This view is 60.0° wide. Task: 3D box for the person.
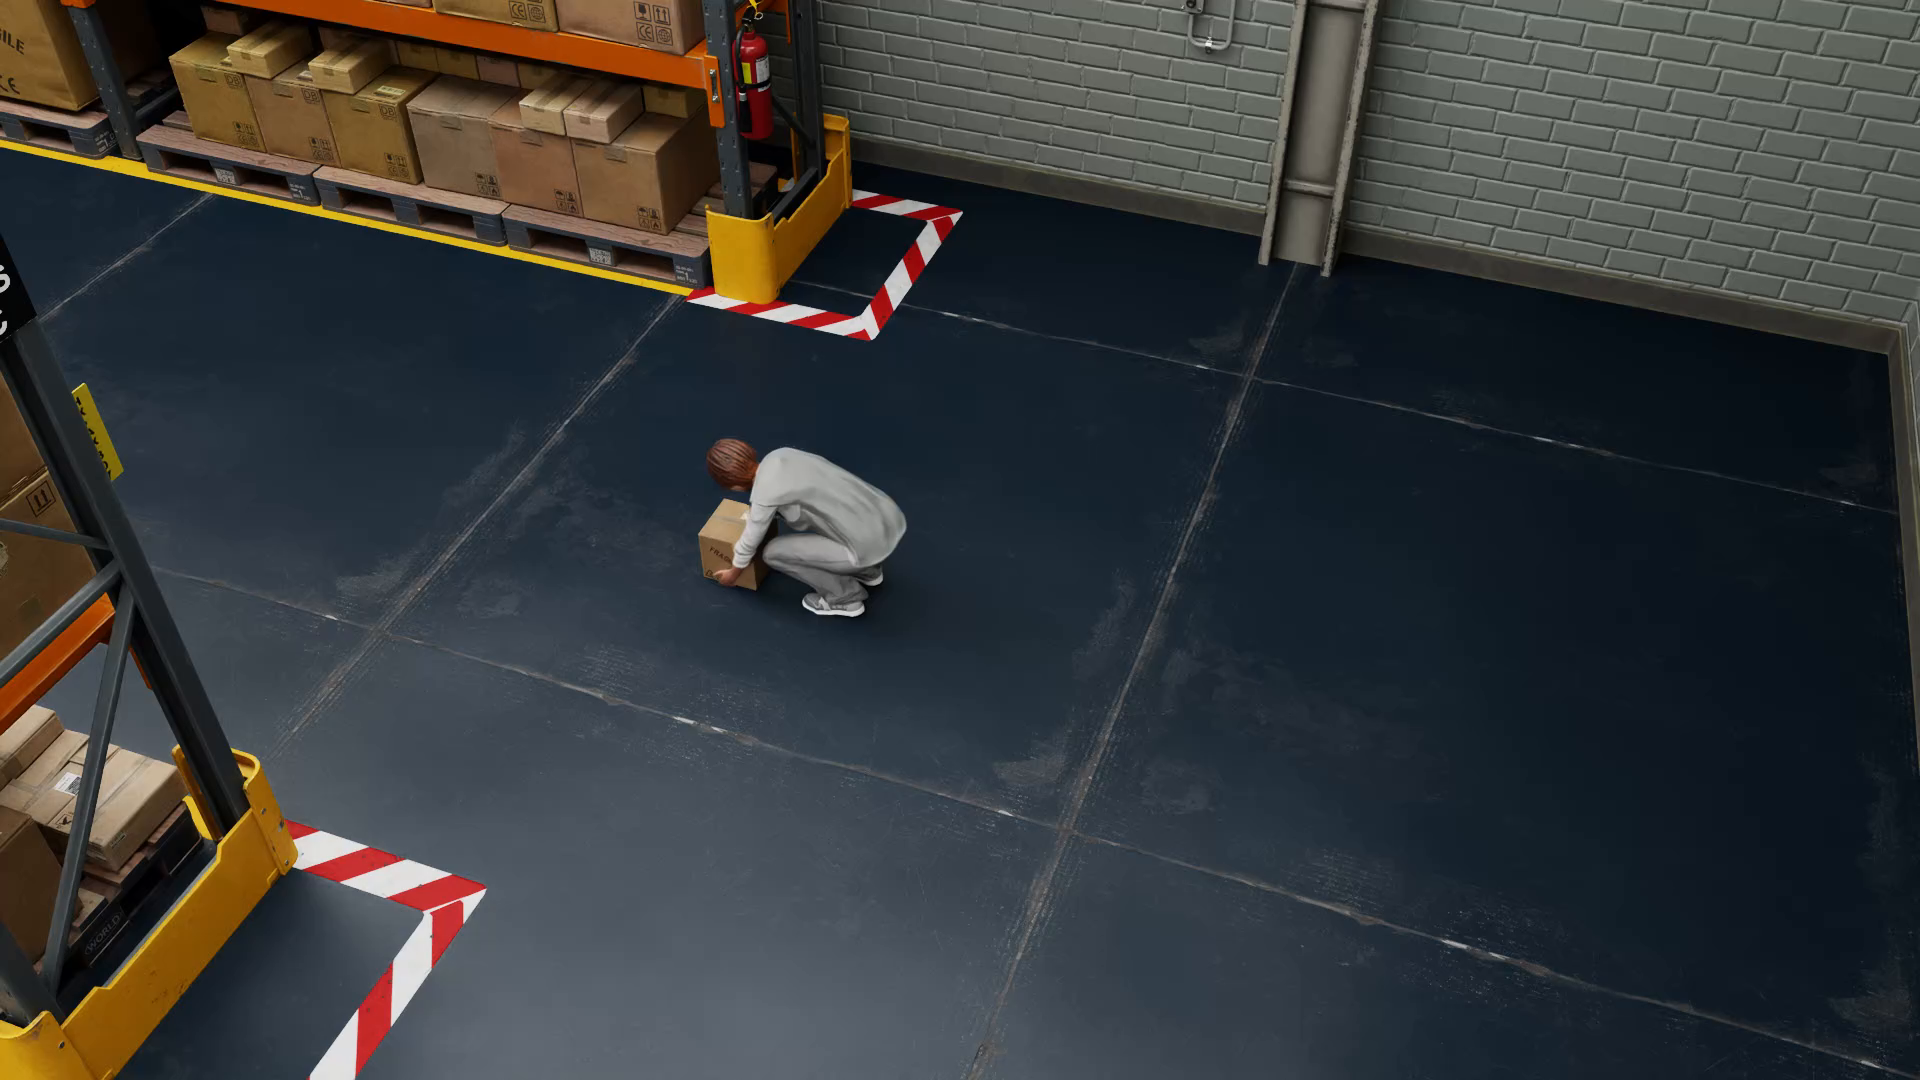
[{"bbox_3d":[-0.630,-0.064,6.905,0.816,0.764,0.436,14,44,15],"label":"person"}]
